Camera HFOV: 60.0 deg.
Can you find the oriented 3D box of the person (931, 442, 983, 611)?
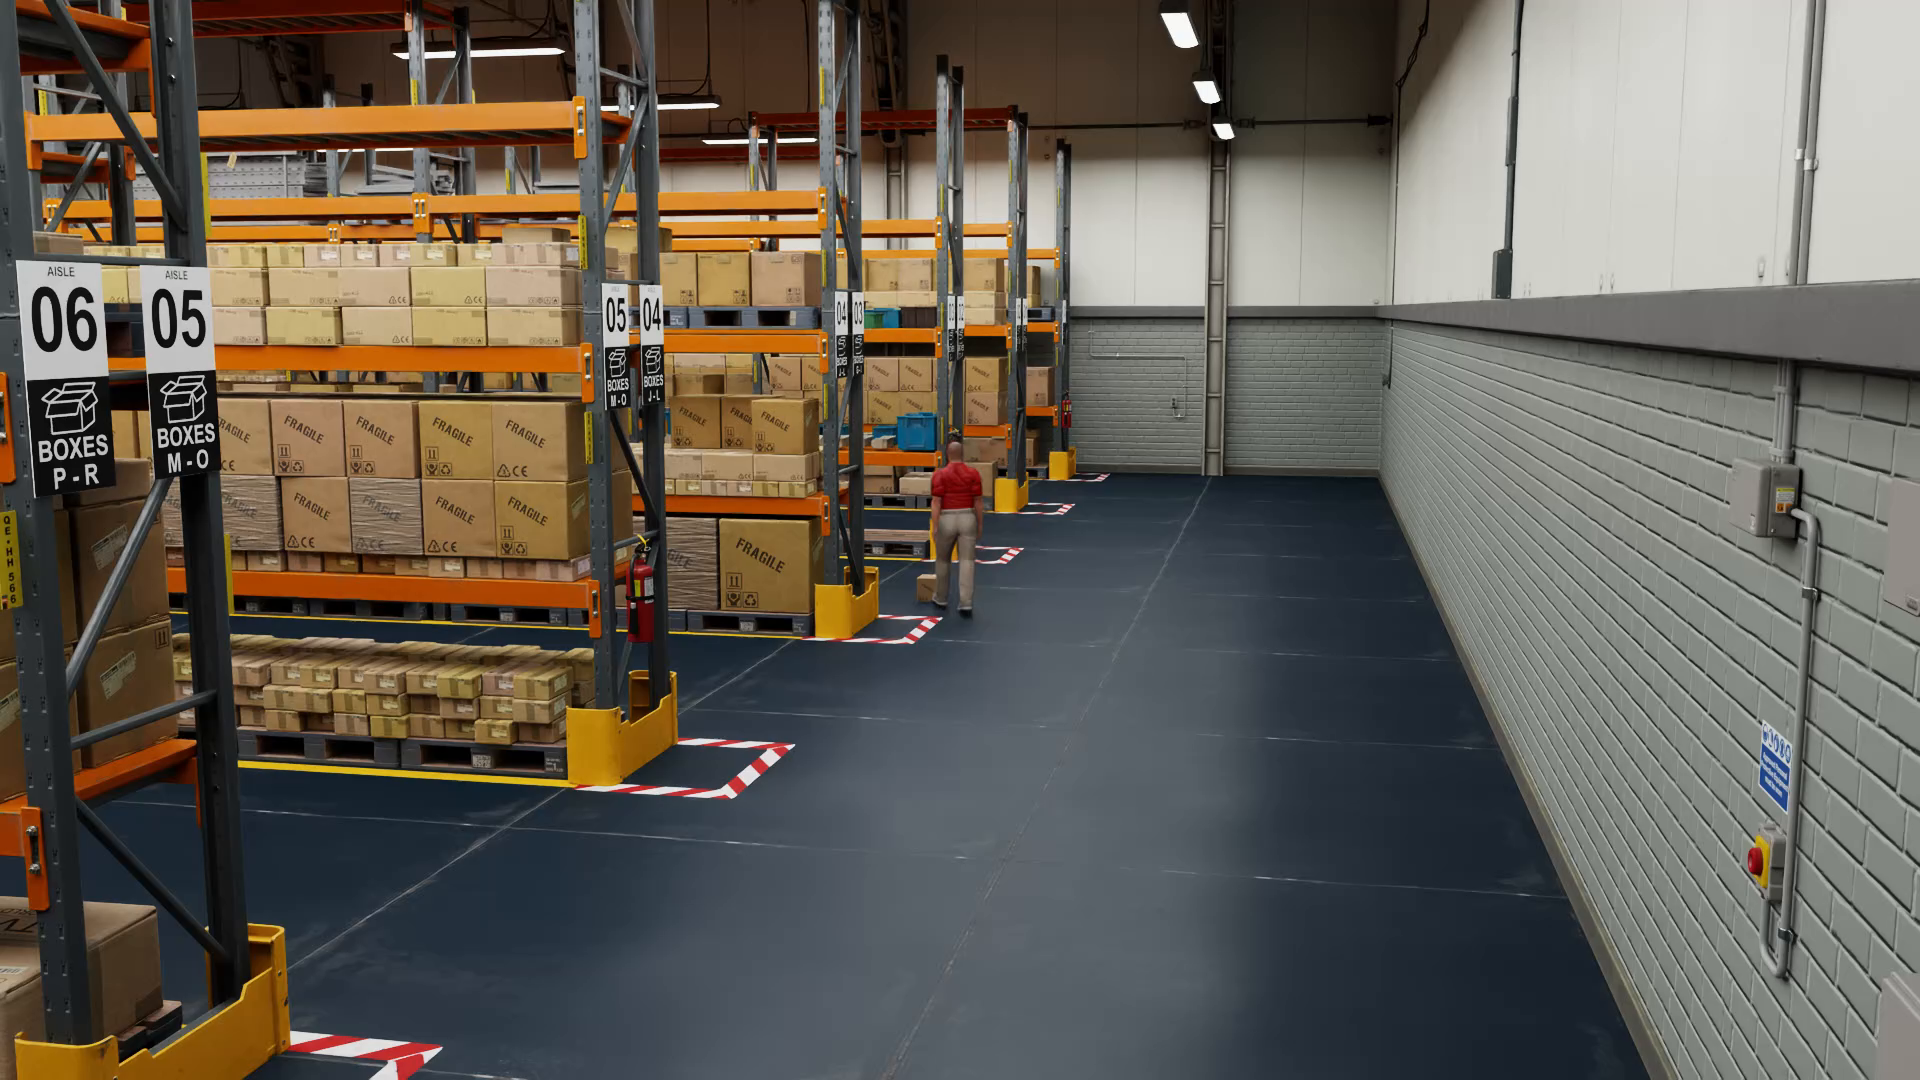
[{"bbox_3d":[-0.040,-0.156,16.898,0.544,1.701,0.837,-1,8,-7],"label":"person"}]
